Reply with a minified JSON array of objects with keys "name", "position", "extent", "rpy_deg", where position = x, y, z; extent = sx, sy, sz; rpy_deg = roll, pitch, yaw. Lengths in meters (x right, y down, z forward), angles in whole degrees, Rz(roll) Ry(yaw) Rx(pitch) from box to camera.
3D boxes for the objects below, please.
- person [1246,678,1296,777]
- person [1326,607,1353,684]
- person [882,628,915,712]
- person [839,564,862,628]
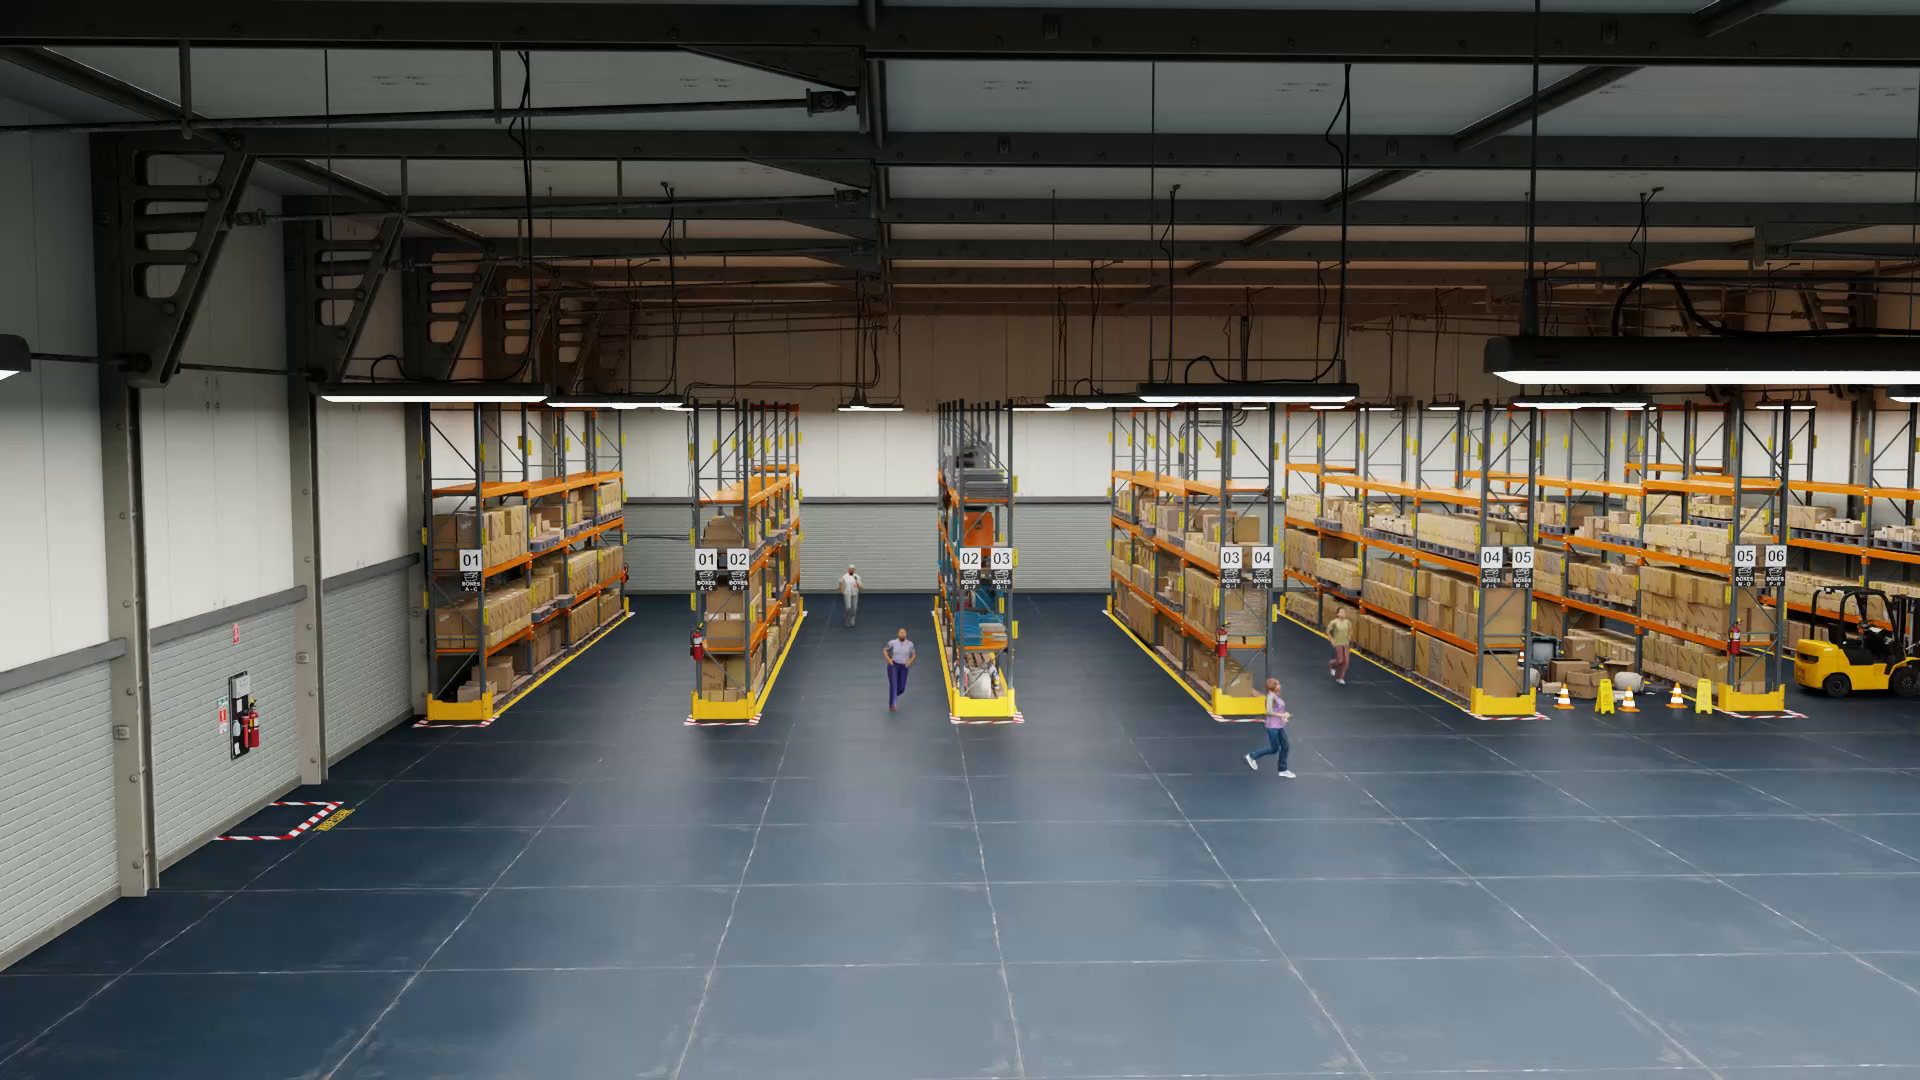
[{"name":"person","position":[4.922,2.946,26.224],"extent":[0.781,1.566,0.549],"rpy_deg":[2,5,22]},{"name":"person","position":[8.104,2.230,35.435],"extent":[0.582,1.629,0.561],"rpy_deg":[-1,4,-11]},{"name":"person","position":[-1.184,2.501,32.270],"extent":[0.644,1.598,0.625],"rpy_deg":[-1,4,-11]},{"name":"person","position":[-2.927,1.511,44.678],"extent":[0.579,1.708,0.701],"rpy_deg":[-1,4,-14]}]
